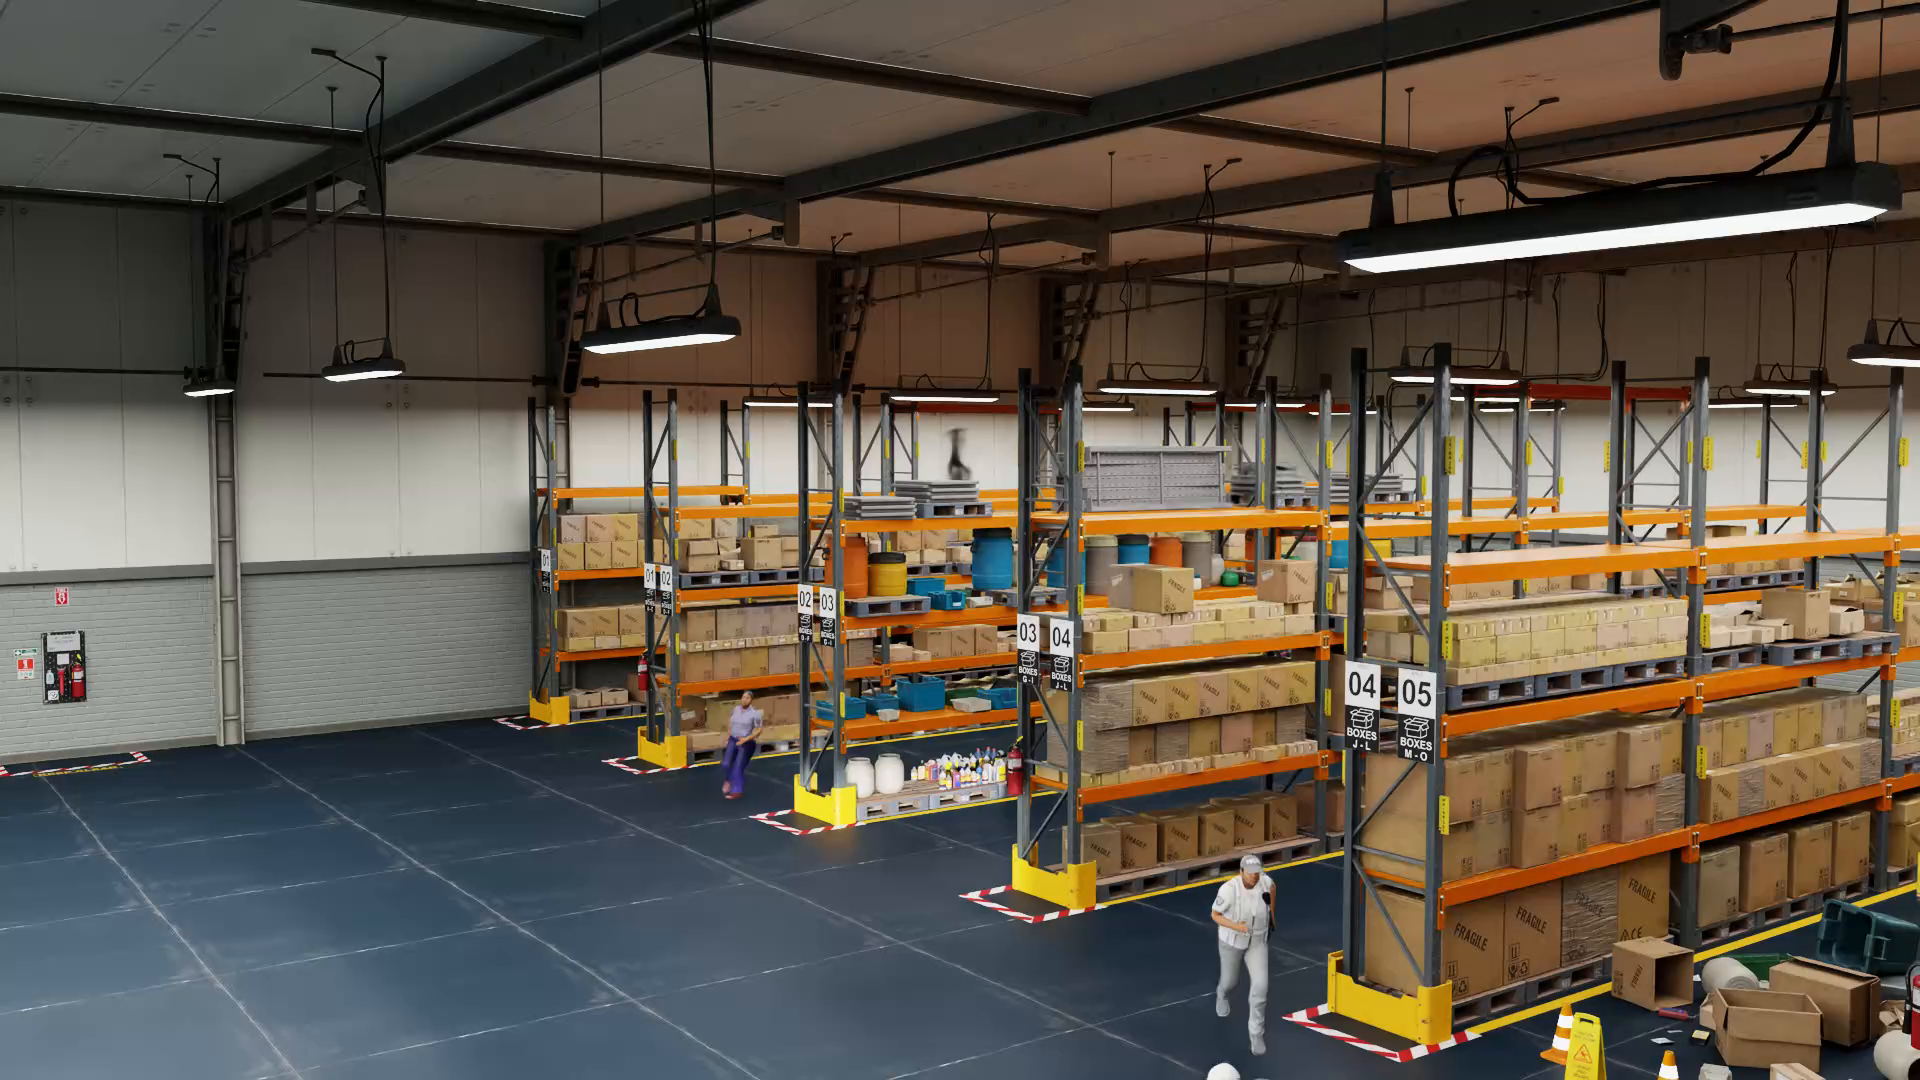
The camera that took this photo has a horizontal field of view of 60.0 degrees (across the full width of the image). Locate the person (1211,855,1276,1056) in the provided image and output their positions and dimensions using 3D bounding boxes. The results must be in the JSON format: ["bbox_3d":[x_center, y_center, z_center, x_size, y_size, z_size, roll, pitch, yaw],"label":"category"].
[{"bbox_3d":[2.454,3.508,14.440,0.641,1.670,0.980,-1,3,-9],"label":"person"}]

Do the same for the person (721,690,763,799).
[{"bbox_3d":[-3.158,2.964,23.926,0.630,1.567,0.567,1,4,17],"label":"person"}]

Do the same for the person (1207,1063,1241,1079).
[{"bbox_3d":[1.499,3.764,9.687,0.718,1.712,1.046,0,3,0],"label":"person"}]
